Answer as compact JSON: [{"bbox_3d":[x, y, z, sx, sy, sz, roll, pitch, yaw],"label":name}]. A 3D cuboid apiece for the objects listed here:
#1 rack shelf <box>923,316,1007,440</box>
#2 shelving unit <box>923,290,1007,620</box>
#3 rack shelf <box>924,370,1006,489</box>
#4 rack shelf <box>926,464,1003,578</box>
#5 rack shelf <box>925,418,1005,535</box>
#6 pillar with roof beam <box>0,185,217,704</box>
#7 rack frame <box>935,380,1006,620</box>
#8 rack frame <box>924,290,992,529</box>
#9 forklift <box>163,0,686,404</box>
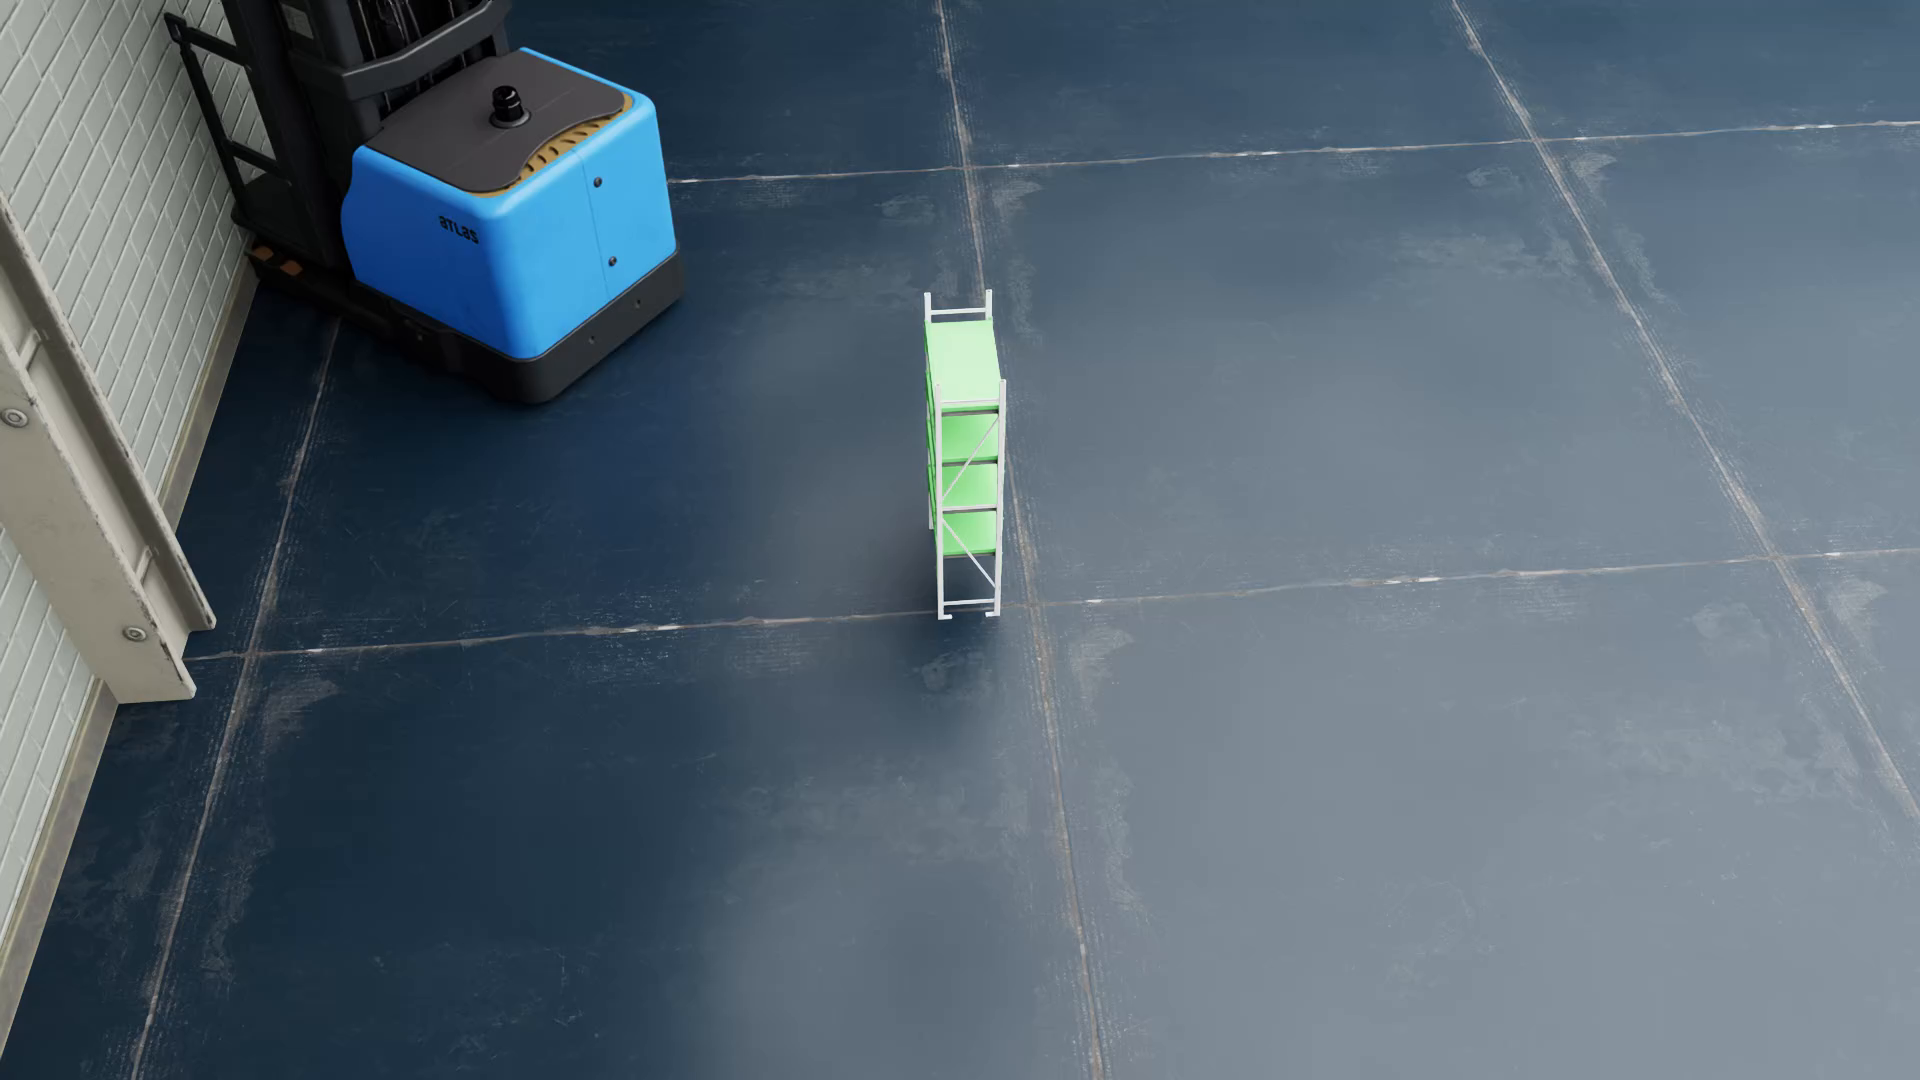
[{"bbox_3d":[0.014,-0.579,5.899,0.258,0.148,0.480,-3,47,-3],"label":"rack shelf"},{"bbox_3d":[0.014,-0.293,6.201,0.258,1.200,0.503,-3,47,-3],"label":"shelving unit"},{"bbox_3d":[0.014,-0.414,6.073,0.258,0.148,0.480,-3,47,-3],"label":"rack shelf"},{"bbox_3d":[0.014,-0.084,6.422,0.258,0.148,0.480,-3,47,-3],"label":"rack shelf"},{"bbox_3d":[0.014,-0.249,6.247,0.258,0.148,0.480,-3,47,-3],"label":"rack shelf"},{"bbox_3d":[1.265,-2.900,3.298,9.100,9.000,0.400,-3,47,-3],"label":"pillar with roof beam"},{"bbox_3d":[0.034,-0.116,6.034,0.240,1.200,0.015,-3,47,-3],"label":"rack frame"},{"bbox_3d":[-0.007,-0.469,6.368,0.240,1.200,0.015,-3,47,-3],"label":"rack frame"},{"bbox_3d":[-2.787,-2.449,7.051,3.031,2.935,1.130,26,52,23],"label":"forklift"}]
